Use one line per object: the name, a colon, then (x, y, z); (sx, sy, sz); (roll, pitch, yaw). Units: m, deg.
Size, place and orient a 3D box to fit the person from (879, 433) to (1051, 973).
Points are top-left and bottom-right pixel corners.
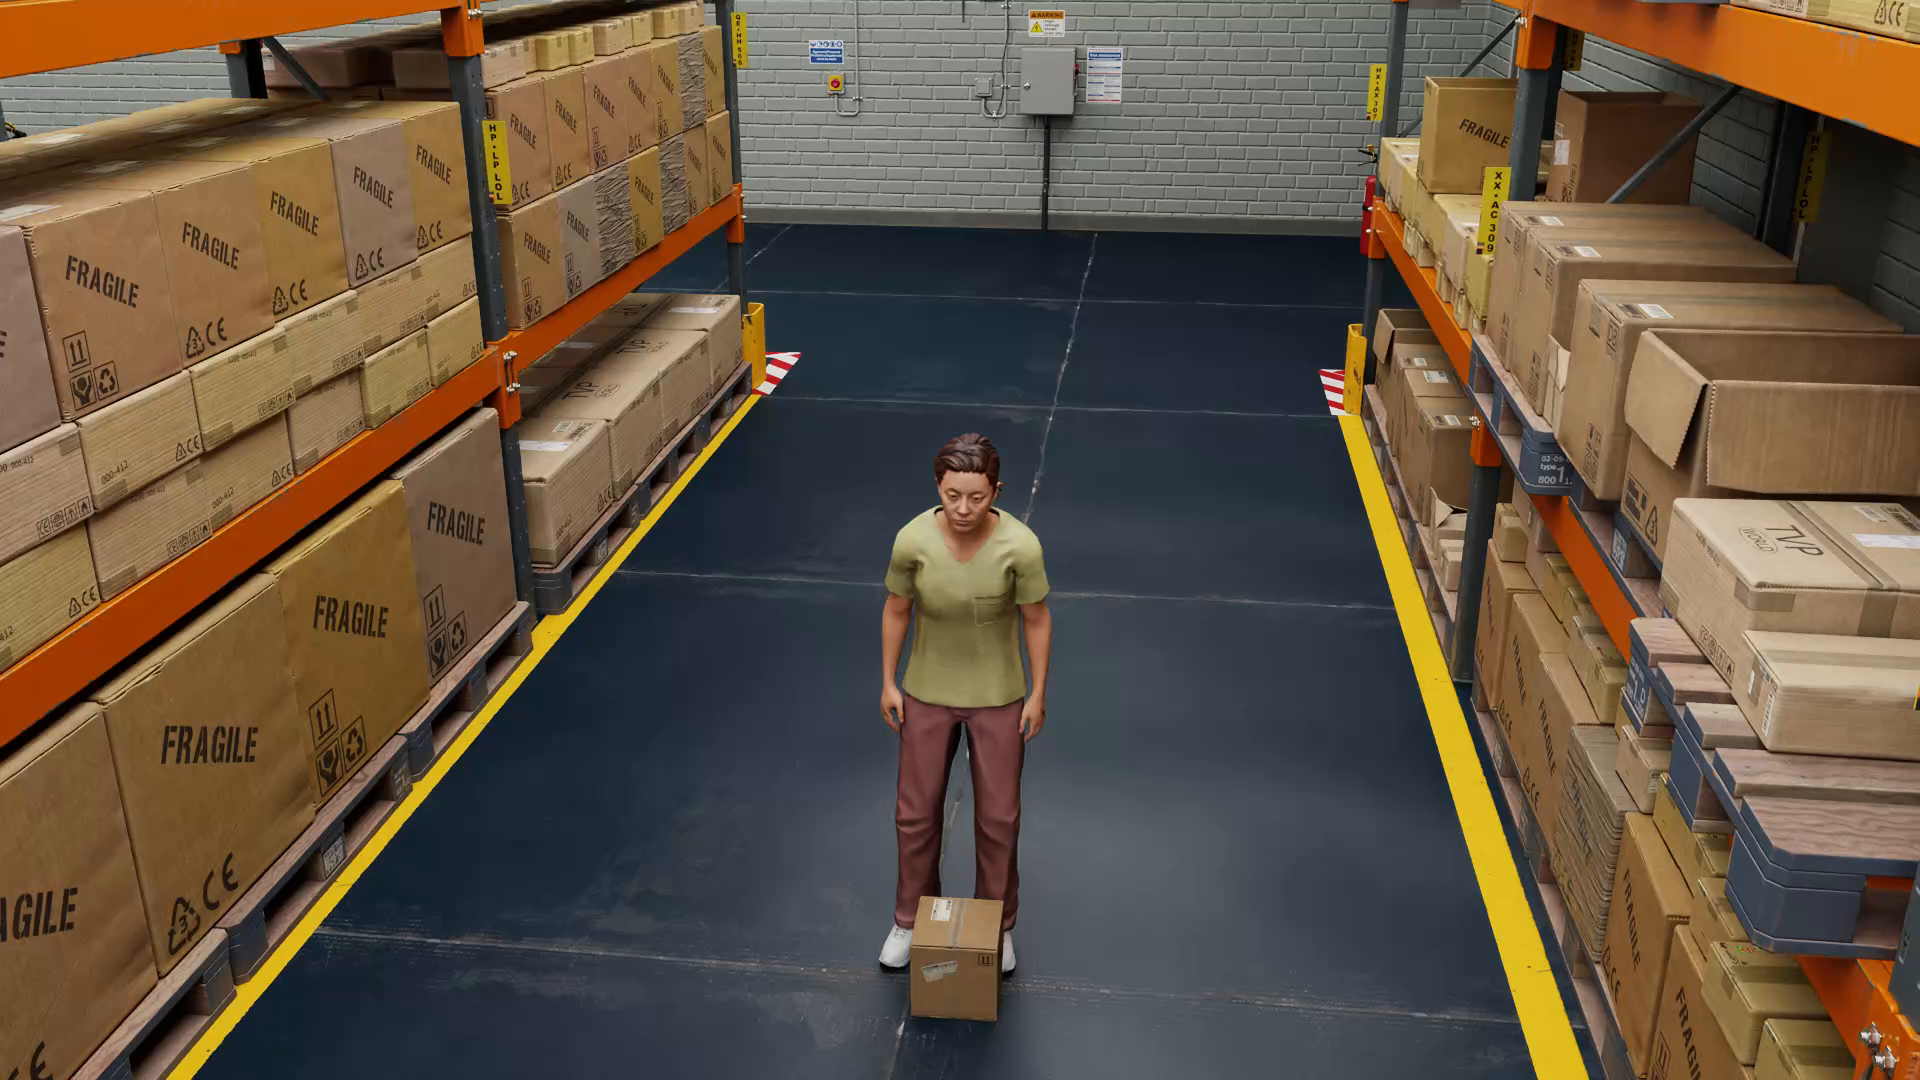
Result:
person: (0.011, 0.476, 4.863); (0.497, 1.672, 0.360); (3, 21, 6)
